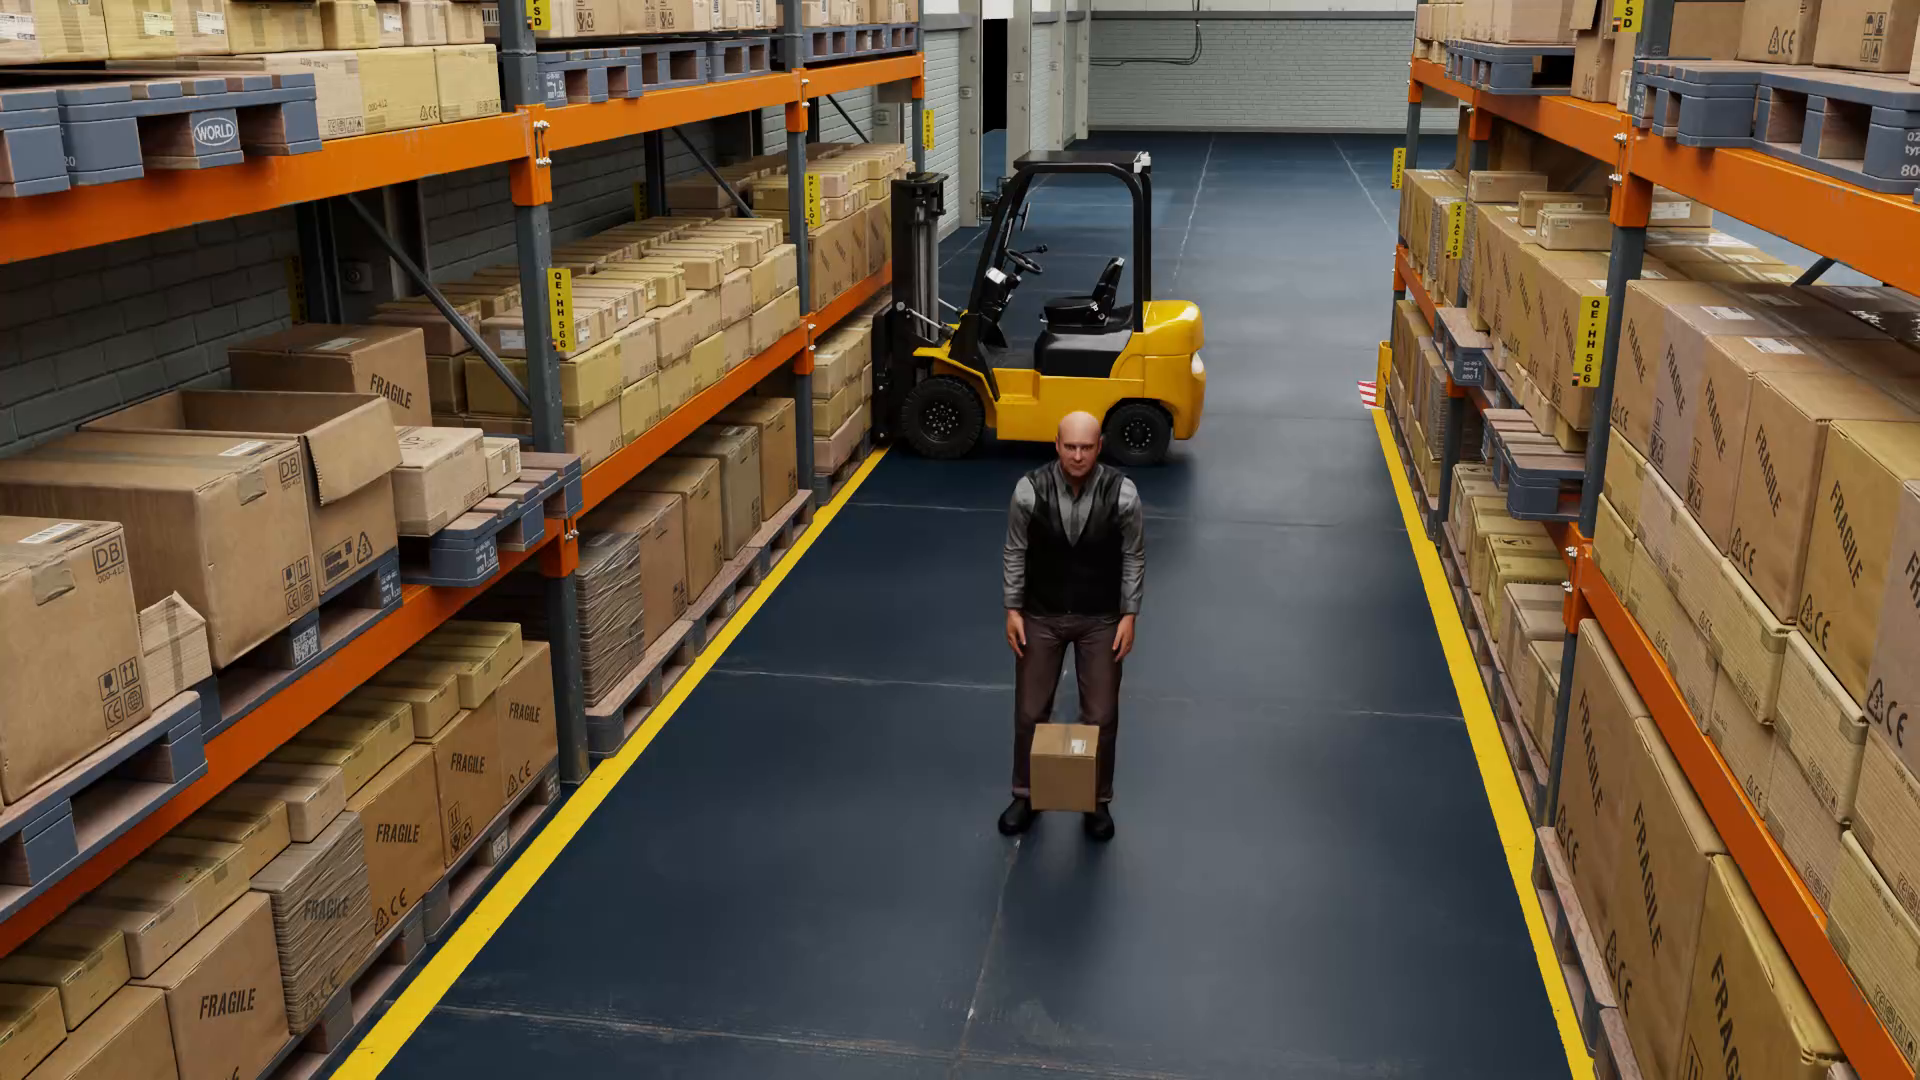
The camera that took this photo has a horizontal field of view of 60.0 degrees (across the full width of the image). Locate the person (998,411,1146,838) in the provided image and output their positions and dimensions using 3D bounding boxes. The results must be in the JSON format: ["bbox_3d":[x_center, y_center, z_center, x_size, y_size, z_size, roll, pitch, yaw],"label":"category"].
[{"bbox_3d":[0.446,0.318,6.594,0.565,1.723,0.423,2,18,7],"label":"person"}]
